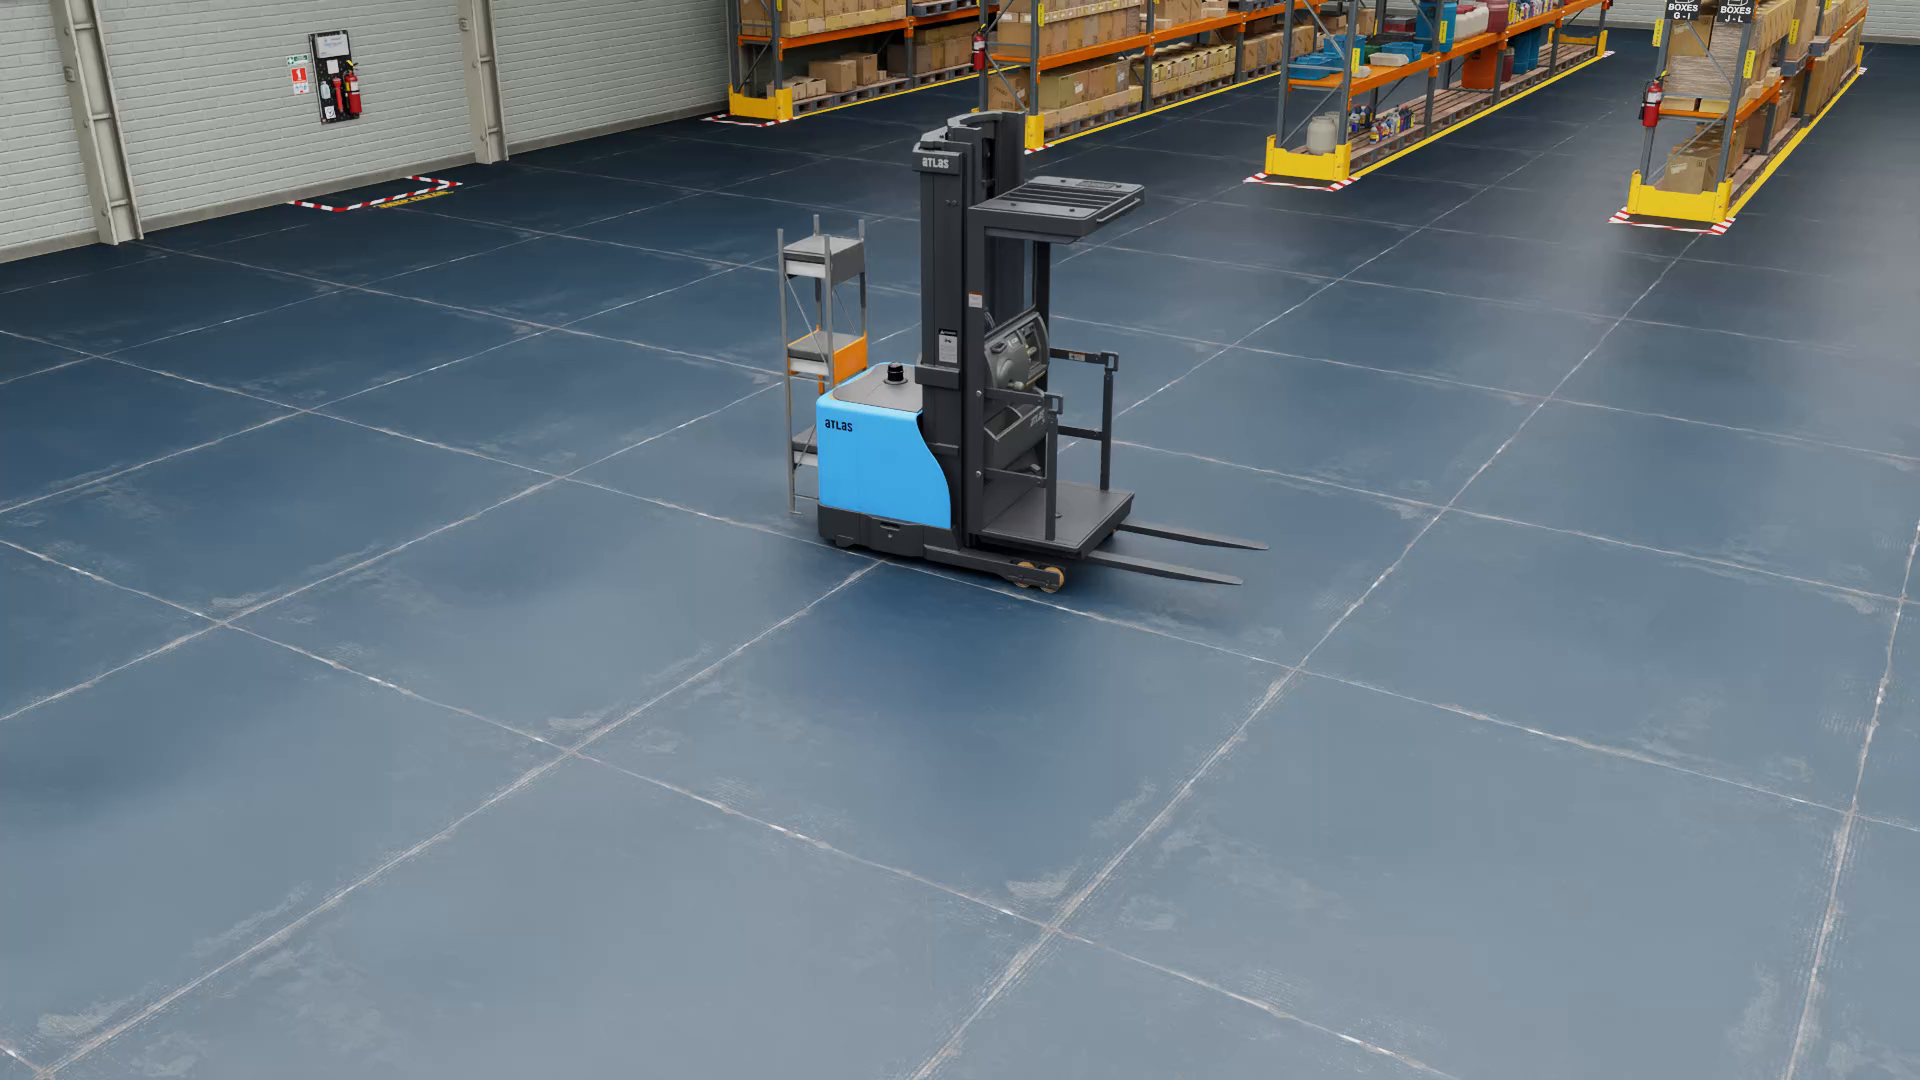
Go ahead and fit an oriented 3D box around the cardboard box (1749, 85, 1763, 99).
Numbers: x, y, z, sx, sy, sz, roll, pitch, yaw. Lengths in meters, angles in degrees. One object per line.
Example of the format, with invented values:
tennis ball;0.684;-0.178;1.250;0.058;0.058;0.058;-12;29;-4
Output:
cardboard box;10.394;-5.943;22.019;0.380;0.149;0.250;14;27;29

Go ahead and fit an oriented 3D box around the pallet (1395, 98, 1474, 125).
pallet;8.094;-7.321;28.396;1.003;0.211;1.213;14;27;29

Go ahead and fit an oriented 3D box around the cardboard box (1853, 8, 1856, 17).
cardboard box;16.485;-9.844;31.031;0.380;0.149;0.250;13;27;28

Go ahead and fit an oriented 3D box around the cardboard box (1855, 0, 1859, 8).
cardboard box;16.503;-10.091;31.097;0.500;0.250;0.500;15;27;30

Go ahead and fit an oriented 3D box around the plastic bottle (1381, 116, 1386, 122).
plastic bottle;6.523;-6.386;25.591;0.061;0.283;0.133;14;27;29

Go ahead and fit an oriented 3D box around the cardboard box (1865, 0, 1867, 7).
cardboard box;17.564;-10.534;32.623;0.380;0.149;0.250;14;27;29

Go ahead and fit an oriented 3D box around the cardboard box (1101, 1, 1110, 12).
cardboard box;2.231;-8.732;27.203;0.380;0.149;0.250;15;27;30

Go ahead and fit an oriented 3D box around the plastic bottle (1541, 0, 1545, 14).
plastic bottle;10.985;-10.150;31.484;0.144;0.351;0.185;14;27;29

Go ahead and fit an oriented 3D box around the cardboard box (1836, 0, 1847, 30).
cardboard box;15.216;-9.242;29.196;0.500;0.500;0.500;15;27;31

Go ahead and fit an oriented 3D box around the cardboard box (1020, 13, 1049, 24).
cardboard box;1.143;-8.034;25.591;0.380;0.149;0.250;14;27;29

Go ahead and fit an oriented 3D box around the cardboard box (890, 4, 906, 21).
cardboard box;-1.339;-9.707;30.561;0.500;0.250;0.500;14;27;29

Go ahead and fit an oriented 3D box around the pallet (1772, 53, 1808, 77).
pallet;11.804;-7.016;24.422;1.003;0.211;1.213;14;27;29

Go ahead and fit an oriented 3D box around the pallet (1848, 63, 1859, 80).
pallet;17.252;-9.360;33.107;1.003;0.211;1.213;14;27;29

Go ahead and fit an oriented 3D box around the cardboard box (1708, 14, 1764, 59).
cardboard box;9.689;-6.296;20.759;0.500;0.500;0.500;14;27;29

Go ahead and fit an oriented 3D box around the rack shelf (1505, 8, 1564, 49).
rack shelf;10.235;-9.609;31.077;1.077;0.370;4.000;14;27;29

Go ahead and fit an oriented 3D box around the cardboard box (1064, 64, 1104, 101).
cardboard box;2.019;-7.519;27.330;0.500;0.500;0.500;14;27;29

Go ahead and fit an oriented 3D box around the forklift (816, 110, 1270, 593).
forklift;0.561;-1.238;10.921;3.031;2.935;1.130;11;26;23

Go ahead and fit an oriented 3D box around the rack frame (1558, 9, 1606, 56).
rack frame;13.400;-11.964;35.612;1.000;3.000;0.127;14;27;29

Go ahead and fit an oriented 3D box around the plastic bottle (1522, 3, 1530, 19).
plastic bottle;10.414;-9.754;30.661;0.152;0.276;0.135;14;27;29

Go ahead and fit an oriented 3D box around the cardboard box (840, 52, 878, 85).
cardboard box;-1.860;-8.686;30.632;0.500;0.500;0.500;12;26;25

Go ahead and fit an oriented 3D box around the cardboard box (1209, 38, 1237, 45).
cardboard box;5.267;-9.723;33.027;0.500;0.500;0.500;15;28;31

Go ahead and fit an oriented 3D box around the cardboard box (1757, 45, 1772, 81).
cardboard box;10.516;-6.568;22.647;0.875;0.500;0.500;14;27;29

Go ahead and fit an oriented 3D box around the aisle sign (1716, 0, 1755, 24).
aisle sign;9.390;-6.635;20.030;0.394;0.787;0.004;14;27;29

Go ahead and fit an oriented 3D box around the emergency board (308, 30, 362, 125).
emergency board;-8.323;-6.207;22.312;0.194;1.169;0.643;14;27;29

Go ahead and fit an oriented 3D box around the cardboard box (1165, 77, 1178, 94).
cardboard box;3.558;-8.141;29.712;0.500;0.250;0.500;15;27;30

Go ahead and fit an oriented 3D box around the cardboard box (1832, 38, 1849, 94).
cardboard box;15.177;-8.574;29.925;1.225;0.875;0.875;14;27;29

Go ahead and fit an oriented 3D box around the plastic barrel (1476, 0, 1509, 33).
plastic barrel;9.192;-9.107;28.839;0.600;0.536;0.708;14;27;29

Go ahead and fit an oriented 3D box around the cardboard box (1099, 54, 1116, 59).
cardboard box;2.353;-8.138;28.760;0.500;0.500;0.500;14;27;29

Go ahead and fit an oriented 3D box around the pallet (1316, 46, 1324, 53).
pallet;7.447;-10.605;35.983;1.003;0.211;1.213;14;27;29

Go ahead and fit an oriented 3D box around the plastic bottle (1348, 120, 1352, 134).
plastic bottle;5.995;-6.366;25.648;0.097;0.201;0.097;0;23;0

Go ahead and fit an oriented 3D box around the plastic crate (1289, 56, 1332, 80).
plastic crate;4.970;-6.728;23.702;0.499;0.251;0.616;14;27;29

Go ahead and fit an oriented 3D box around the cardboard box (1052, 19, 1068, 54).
cardboard box;1.284;-7.982;26.288;0.700;0.500;0.500;15;27;30

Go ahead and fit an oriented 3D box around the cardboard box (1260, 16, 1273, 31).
cardboard box;6.094;-10.603;34.115;0.500;0.250;0.500;14;27;29

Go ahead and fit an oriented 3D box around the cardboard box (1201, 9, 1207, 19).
cardboard box;4.349;-9.746;30.804;0.380;0.149;0.250;16;28;33

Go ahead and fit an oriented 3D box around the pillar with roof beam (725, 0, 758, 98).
pillar with roof beam;-0.165;-10.909;25.622;9.100;9.000;0.400;14;27;29

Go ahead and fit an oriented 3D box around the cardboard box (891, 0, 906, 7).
cardboard box;-1.334;-10.050;30.410;0.500;0.500;0.500;14;27;29

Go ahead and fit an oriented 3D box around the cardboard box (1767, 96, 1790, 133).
cardboard box;12.476;-6.668;25.970;0.700;0.500;0.500;16;28;33

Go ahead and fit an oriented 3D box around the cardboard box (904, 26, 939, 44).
cardboard box;-0.743;-9.791;32.239;0.500;0.250;0.500;13;27;28

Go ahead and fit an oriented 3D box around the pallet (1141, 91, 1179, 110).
pallet;3.219;-7.931;29.804;1.003;0.211;1.213;14;27;29

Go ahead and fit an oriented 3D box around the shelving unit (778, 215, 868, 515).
shelving unit;-0.959;-1.218;11.921;0.431;2.100;0.503;11;26;23

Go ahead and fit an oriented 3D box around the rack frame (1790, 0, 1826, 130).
rack frame;13.388;-8.226;26.977;1.000;3.000;0.127;14;27;29

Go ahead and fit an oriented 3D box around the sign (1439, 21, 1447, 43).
sign;7.531;-7.922;25.926;0.100;0.325;0.005;14;27;29

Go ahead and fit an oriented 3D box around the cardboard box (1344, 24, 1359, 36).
cardboard box;8.589;-11.394;37.202;0.500;0.250;0.500;14;27;29

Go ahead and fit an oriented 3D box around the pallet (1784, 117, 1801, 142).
pallet;12.974;-6.683;26.922;1.003;0.211;1.213;14;27;29

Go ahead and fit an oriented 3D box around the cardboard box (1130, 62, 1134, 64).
cardboard box;2.834;-8.339;29.463;0.500;0.311;0.500;14;27;29

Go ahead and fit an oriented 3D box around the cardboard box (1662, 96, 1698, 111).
cardboard box;9.143;-5.550;21.112;0.380;0.149;0.250;14;27;29

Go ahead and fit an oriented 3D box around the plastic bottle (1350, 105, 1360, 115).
plastic bottle;6.192;-6.651;26.119;0.144;0.351;0.185;13;26;27

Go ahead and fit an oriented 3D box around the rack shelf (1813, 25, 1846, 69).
rack shelf;14.442;-8.571;28.679;1.077;0.370;4.000;14;27;29

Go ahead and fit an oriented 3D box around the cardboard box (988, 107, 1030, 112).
cardboard box;0.785;-6.777;26.562;0.500;0.250;0.500;14;27;29

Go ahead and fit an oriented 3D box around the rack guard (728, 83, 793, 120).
rack guard;-3.417;-7.519;28.489;1.175;0.500;0.348;14;27;29

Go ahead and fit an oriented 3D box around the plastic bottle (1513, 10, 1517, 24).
plastic bottle;9.927;-9.442;29.941;0.152;0.276;0.135;14;27;29

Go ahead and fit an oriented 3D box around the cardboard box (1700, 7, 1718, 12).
cardboard box;9.507;-6.575;21.403;0.500;0.500;0.500;14;27;29

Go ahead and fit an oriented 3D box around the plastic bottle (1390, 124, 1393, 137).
plastic bottle;6.575;-6.281;25.451;0.097;0.201;0.097;0;23;0

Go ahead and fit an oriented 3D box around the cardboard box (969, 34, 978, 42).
cardboard box;0.057;-9.992;33.648;0.700;0.500;0.500;14;27;29
